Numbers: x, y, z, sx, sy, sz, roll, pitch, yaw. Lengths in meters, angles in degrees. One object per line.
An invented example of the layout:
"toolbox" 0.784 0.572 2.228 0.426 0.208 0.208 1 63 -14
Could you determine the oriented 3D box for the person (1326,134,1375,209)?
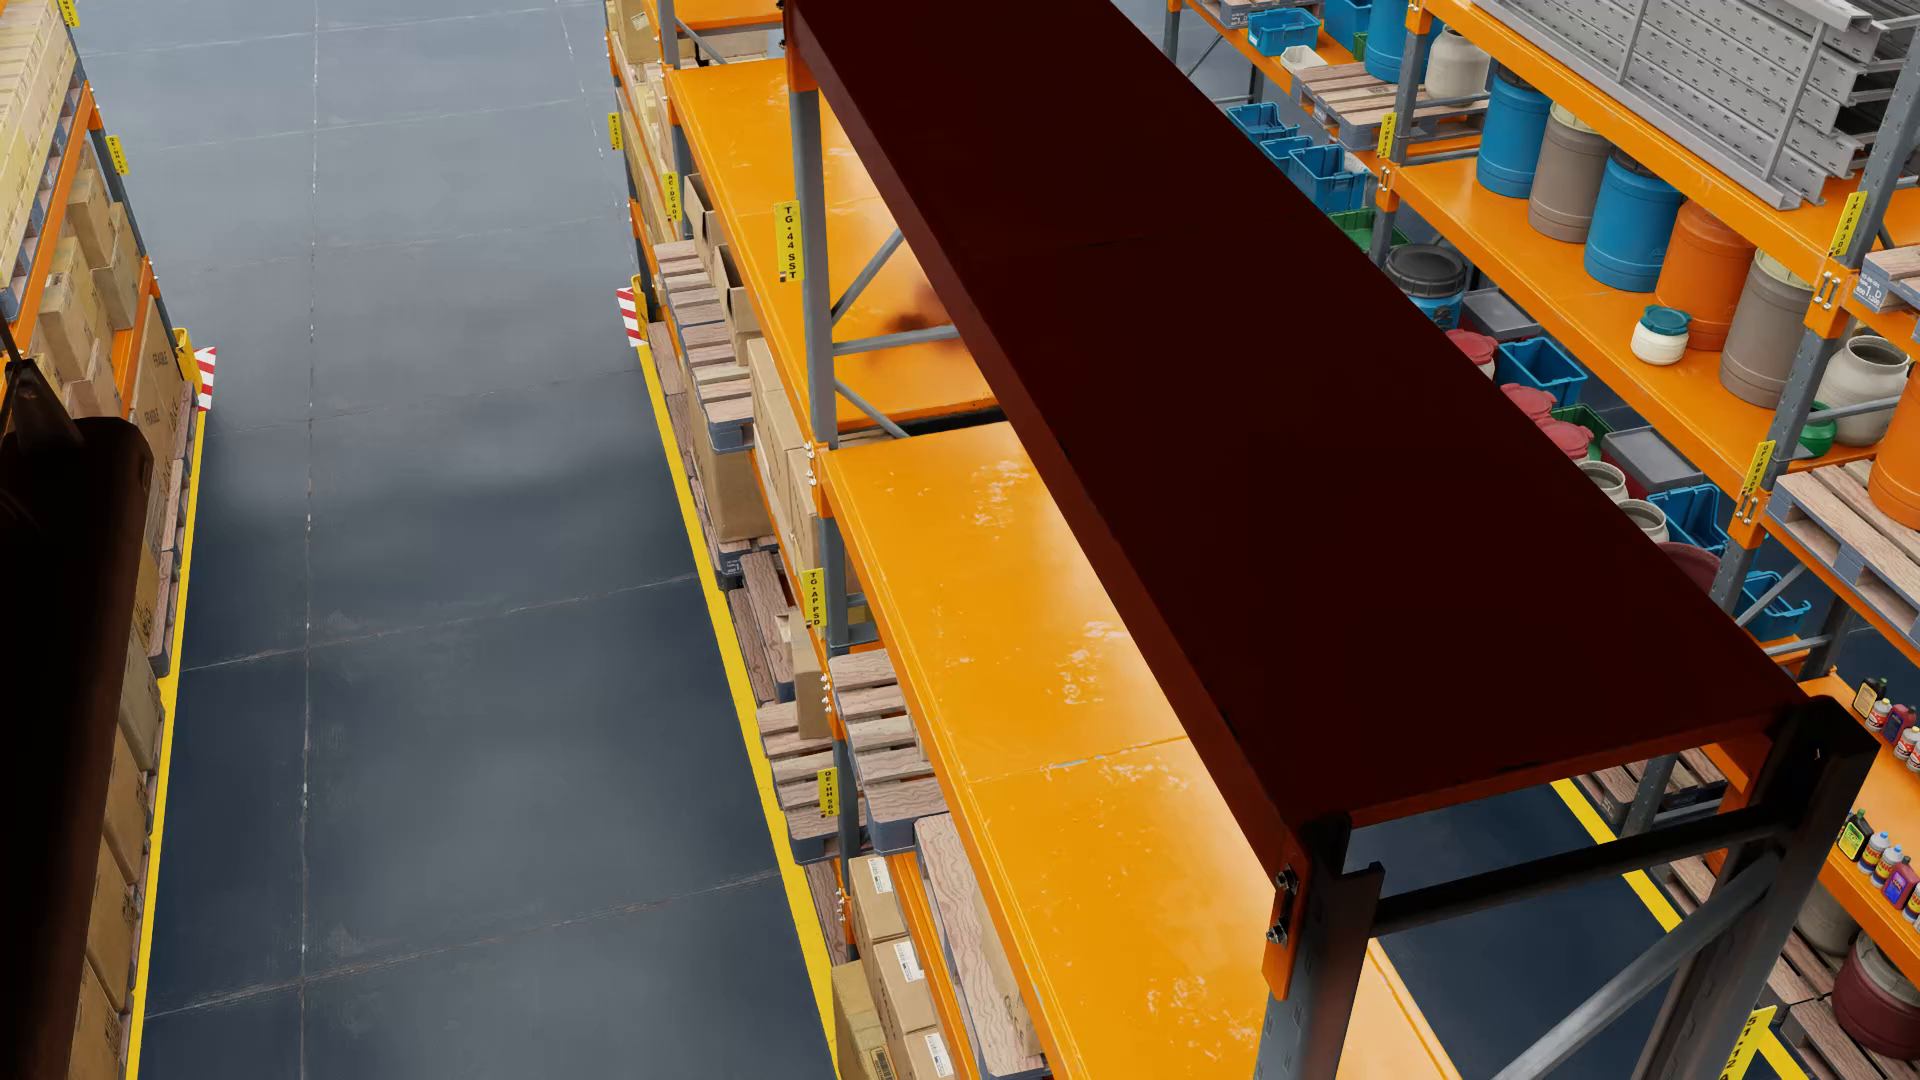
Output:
"person" 3.786 -3.602 15.884 0.713 1.741 1.050 -13 40 -15
